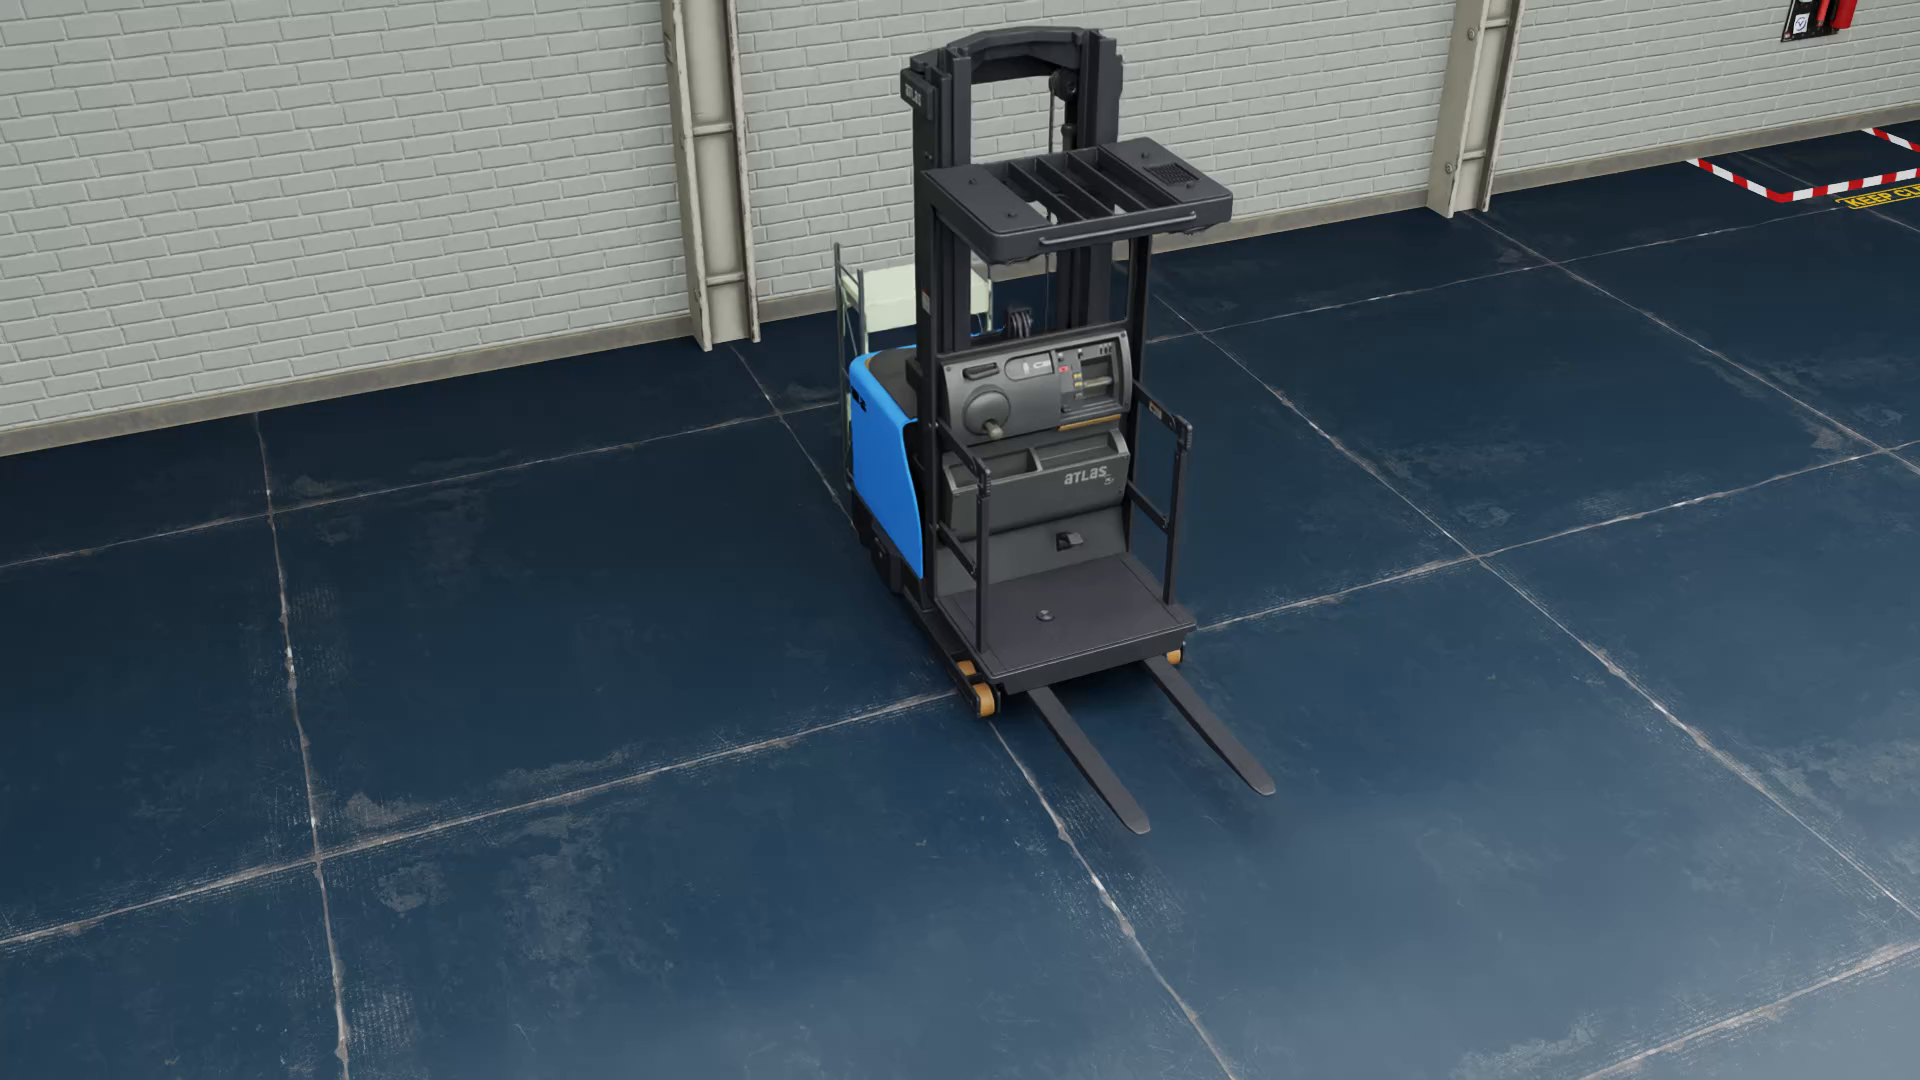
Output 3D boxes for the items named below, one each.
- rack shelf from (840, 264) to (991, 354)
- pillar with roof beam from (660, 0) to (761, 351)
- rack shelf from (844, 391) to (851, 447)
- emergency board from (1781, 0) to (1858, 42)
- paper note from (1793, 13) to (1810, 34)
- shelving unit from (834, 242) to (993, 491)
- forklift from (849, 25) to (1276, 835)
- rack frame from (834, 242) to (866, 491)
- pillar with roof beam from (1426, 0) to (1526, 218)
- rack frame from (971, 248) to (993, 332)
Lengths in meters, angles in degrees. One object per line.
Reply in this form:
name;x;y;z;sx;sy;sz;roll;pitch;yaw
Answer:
rack shelf;-0.248;-1.262;9.017;0.720;0.370;0.431;-13;35;-19
pillar with roof beam;0.081;-2.985;5.504;0.400;9.000;9.100;-13;35;-19
rack shelf;-0.248;-0.662;9.407;0.720;0.370;0.431;-13;35;-19
emergency board;7.185;-4.666;13.589;0.643;1.169;0.194;-13;35;-19
paper note;6.996;-4.294;13.825;0.142;0.148;0.016;-13;35;-19
shelving unit;-0.248;-0.935;9.230;0.755;1.500;0.431;-13;35;-19
forklift;0.450;-0.653;7.484;1.130;2.935;3.031;-13;35;-19
rack frame;-0.584;-0.857;9.109;0.023;1.500;0.400;-13;35;-19
pillar with roof beam;5.613;-4.252;7.451;0.400;9.000;9.100;-13;35;-19
rack frame;0.089;-1.013;9.350;0.023;1.500;0.400;-13;35;-19
